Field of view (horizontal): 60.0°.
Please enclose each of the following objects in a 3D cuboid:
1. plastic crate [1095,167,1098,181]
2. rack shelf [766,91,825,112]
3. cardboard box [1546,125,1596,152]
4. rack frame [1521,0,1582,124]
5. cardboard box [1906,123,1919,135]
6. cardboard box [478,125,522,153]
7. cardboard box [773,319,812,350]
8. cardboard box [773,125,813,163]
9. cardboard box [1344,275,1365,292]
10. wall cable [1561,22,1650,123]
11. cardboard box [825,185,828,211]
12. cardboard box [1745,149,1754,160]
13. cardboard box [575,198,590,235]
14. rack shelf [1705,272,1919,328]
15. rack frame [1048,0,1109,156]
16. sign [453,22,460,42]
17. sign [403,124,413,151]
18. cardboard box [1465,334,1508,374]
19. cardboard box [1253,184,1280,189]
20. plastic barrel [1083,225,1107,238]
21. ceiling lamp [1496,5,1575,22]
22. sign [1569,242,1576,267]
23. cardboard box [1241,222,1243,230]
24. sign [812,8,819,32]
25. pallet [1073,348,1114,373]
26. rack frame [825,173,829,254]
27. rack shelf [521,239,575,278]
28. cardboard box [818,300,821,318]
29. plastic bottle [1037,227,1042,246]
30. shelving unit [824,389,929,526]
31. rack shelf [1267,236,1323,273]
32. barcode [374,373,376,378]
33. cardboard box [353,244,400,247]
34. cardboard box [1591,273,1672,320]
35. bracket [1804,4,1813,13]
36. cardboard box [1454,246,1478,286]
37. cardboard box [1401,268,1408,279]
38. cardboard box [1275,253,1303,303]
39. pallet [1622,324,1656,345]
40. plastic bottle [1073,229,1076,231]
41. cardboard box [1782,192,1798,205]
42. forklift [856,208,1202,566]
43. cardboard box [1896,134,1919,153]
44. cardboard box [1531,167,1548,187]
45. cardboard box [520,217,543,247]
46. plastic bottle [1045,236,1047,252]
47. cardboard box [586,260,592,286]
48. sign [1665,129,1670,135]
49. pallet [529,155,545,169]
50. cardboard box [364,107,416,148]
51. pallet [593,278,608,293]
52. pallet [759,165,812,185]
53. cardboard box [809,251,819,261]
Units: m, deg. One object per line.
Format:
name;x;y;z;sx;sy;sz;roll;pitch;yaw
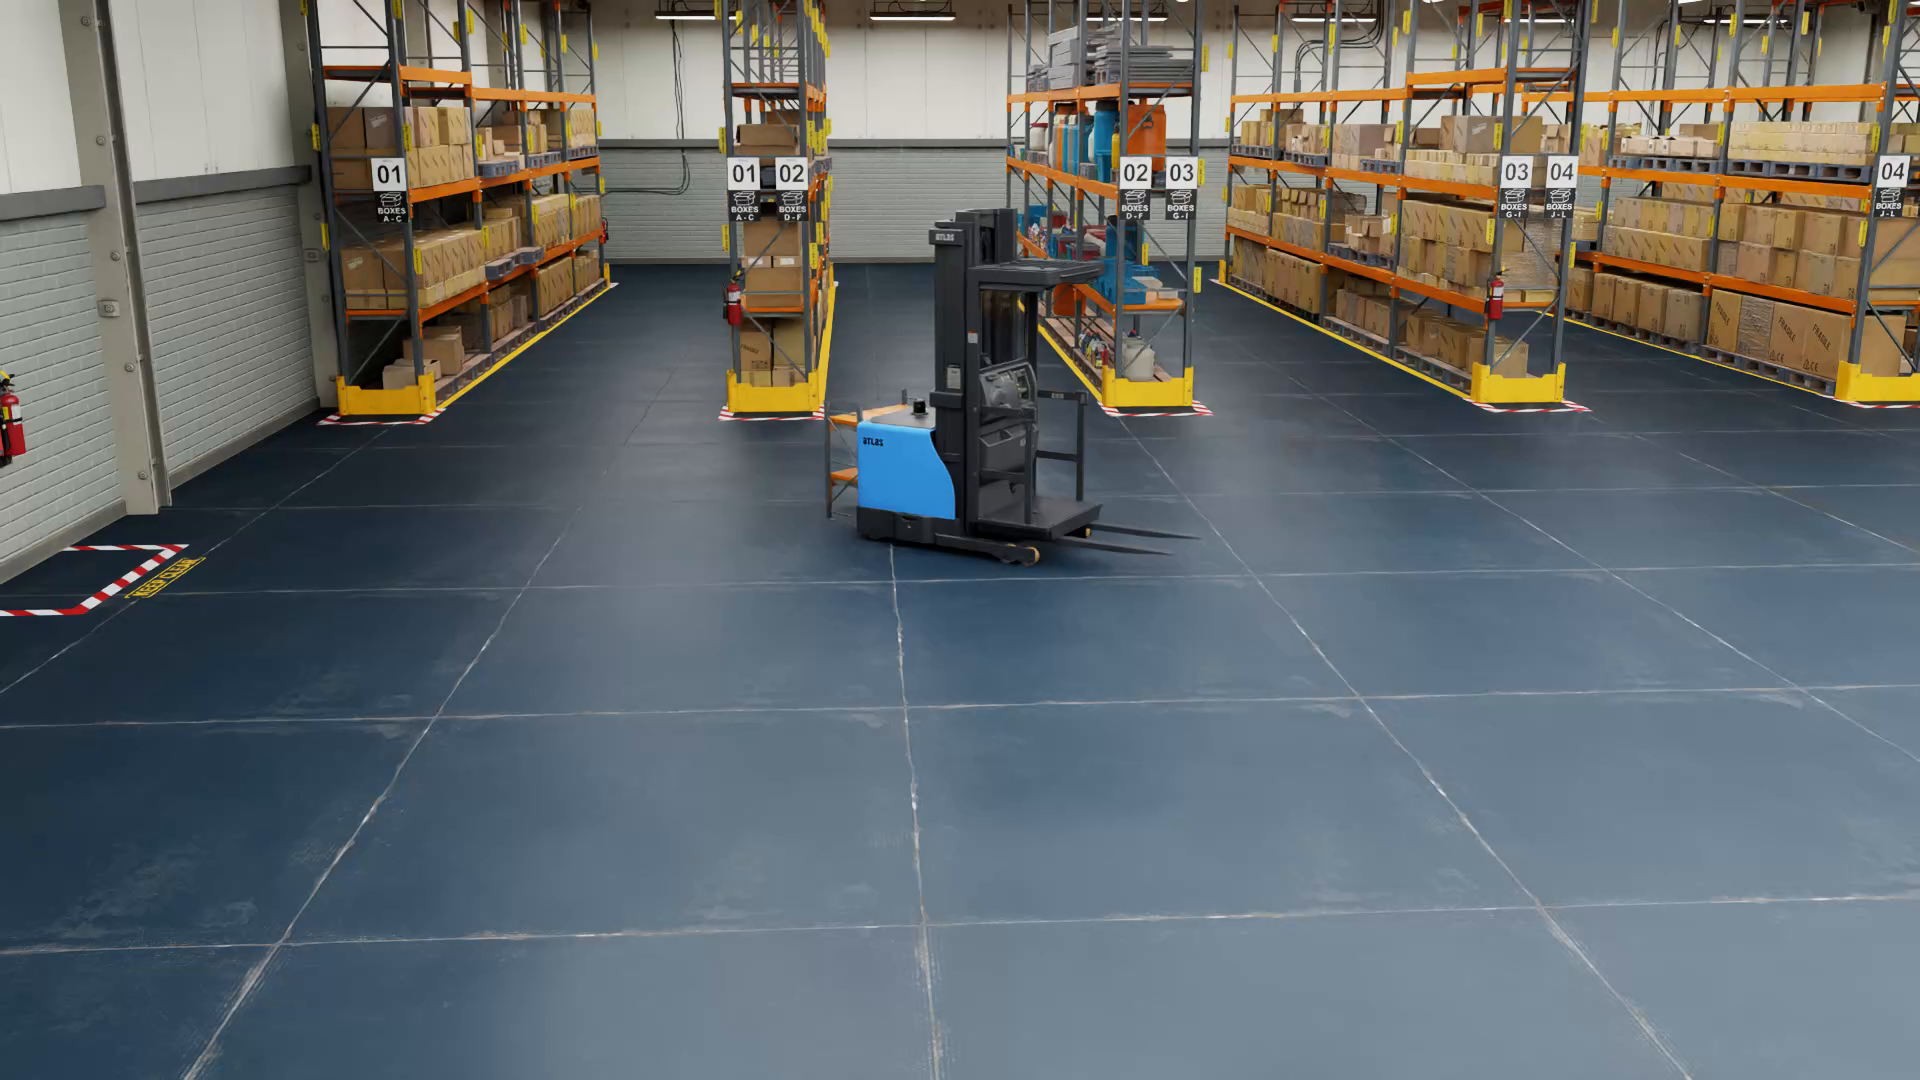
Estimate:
plastic crate;2.102;-5.181;23.549;0.336;0.188;0.450;-1;14;-3
rack shelf;-3.040;-8.008;30.336;1.077;0.370;4.000;-1;14;-3
cardboard box;11.645;-7.665;31.728;0.797;0.503;0.637;-1;14;-4
rack frame;11.681;-9.251;32.920;1.000;3.000;0.127;-1;14;-3
cardboard box;12.721;-5.418;21.904;0.380;0.149;0.250;-1;14;-3
cardboard box;-7.946;-6.901;28.725;0.700;0.500;0.500;-2;15;-8
cardboard box;-2.308;-2.778;22.972;0.500;0.500;0.500;-1;14;-3
cardboard box;-2.250;-5.347;22.444;0.500;0.500;0.500;-1;14;-3
cardboard box;7.043;-4.498;29.119;0.500;0.250;0.500;0;14;-1
wall cable;16.484;-11.768;42.705;2.355;3.000;0.029;-1;14;-3
cardboard box;-2.944;-6.924;33.711;0.500;0.500;0.500;-1;14;-5
cardboard box;11.892;-5.716;24.664;0.380;0.149;0.250;-1;14;-4
cardboard box;-8.219;-6.707;34.473;0.980;0.700;0.700;-2;15;-6
rack shelf;12.300;-3.510;24.091;1.077;0.370;4.000;-1;14;-3
rack frame;2.028;-8.128;28.557;1.000;3.000;0.127;-1;14;-3
sign;-8.413;-8.494;27.789;0.100;0.325;0.005;-1;14;-3
sign;-6.822;-4.964;20.527;0.100;0.325;0.005;-1;14;-3
cardboard box;7.374;-2.606;23.308;0.500;0.500;0.500;3;15;11
cardboard box;6.769;-7.606;36.767;0.500;0.500;0.500;-1;14;-3
plastic barrel;2.360;-5.178;28.857;0.600;0.536;0.708;-1;14;-3
ceiling lamp;13.781;-13.804;38.903;2.000;3.185;0.800;-1;14;-3
sign;8.009;-3.737;21.793;0.100;0.325;0.005;-1;14;-3
cardboard box;6.251;-6.754;35.760;0.380;0.149;0.250;-1;14;-4
sign;-2.112;-7.589;24.270;0.100;0.325;0.005;-1;14;-3
pallet;2.276;-2.710;25.134;1.003;0.211;1.213;-1;14;-3
rack frame;-3.411;-7.137;36.743;1.000;3.000;0.127;-1;14;-3
rack shelf;-7.983;-5.219;30.733;1.077;0.370;4.000;-1;14;-3
cardboard box;-2.541;-3.784;27.265;0.500;0.311;0.500;0;14;-2
plastic bottle;1.519;-5.696;31.244;0.144;0.351;0.185;-1;14;-3
shelving unit;-0.730;-0.798;15.869;0.538;1.125;1.048;13;20;42
rack shelf;6.848;-5.448;31.624;1.077;0.370;4.000;-1;14;-3
barcode;-7.717;-2.167;21.924;0.001;0.075;0.075;-1;14;-3
cardboard box;-7.627;-3.619;21.830;0.500;0.500;0.500;-1;14;-3
cardboard box;11.877;-4.311;29.435;1.050;0.750;0.750;-1;14;-4
bracket;21.527;-13.539;42.365;0.235;0.232;0.430;-1;14;-3
cardboard box;7.310;-3.762;22.828;0.875;0.500;0.500;-1;14;-3
cardboard box;6.935;-4.062;25.298;0.380;0.149;0.250;-1;14;-3
cardboard box;6.840;-5.087;32.199;1.225;0.875;0.875;-1;14;-5
pallet;11.975;-3.500;28.206;1.003;0.211;1.213;-1;14;-3
plastic bottle;2.190;-5.814;31.854;0.152;0.276;0.135;-1;14;-3
cardboard box;16.443;-6.615;32.508;0.500;0.500;0.500;-1;14;-5
forklift;0.598;-1.348;14.384;3.031;2.935;1.130;8;17;29
cardboard box;12.651;-5.261;22.093;0.500;0.250;0.500;-1;14;-4
cardboard box;7.696;-4.813;21.995;0.500;0.250;0.500;0;14;-2
cardboard box;-7.634;-5.396;29.143;0.500;0.500;0.500;0;14;-2
plastic bottle;1.563;-5.317;29.907;0.061;0.283;0.133;-1;14;-3
cardboard box;-8.149;-5.630;35.061;0.700;0.500;0.500;-1;14;-5
sign;12.483;-7.098;29.379;0.100;0.325;0.005;-1;14;-3
pallet;-7.952;-6.590;28.979;1.213;0.211;1.003;0;14;-1
cardboard box;-7.145;-5.175;20.851;0.500;0.500;0.500;-2;15;-7
pallet;-8.228;-5.511;36.022;1.003;0.211;1.213;-1;14;-3
pallet;-2.438;-4.743;21.600;1.003;0.211;1.213;-1;14;-3
cardboard box;-2.584;-4.806;28.189;0.380;0.149;0.250;-1;14;-3
